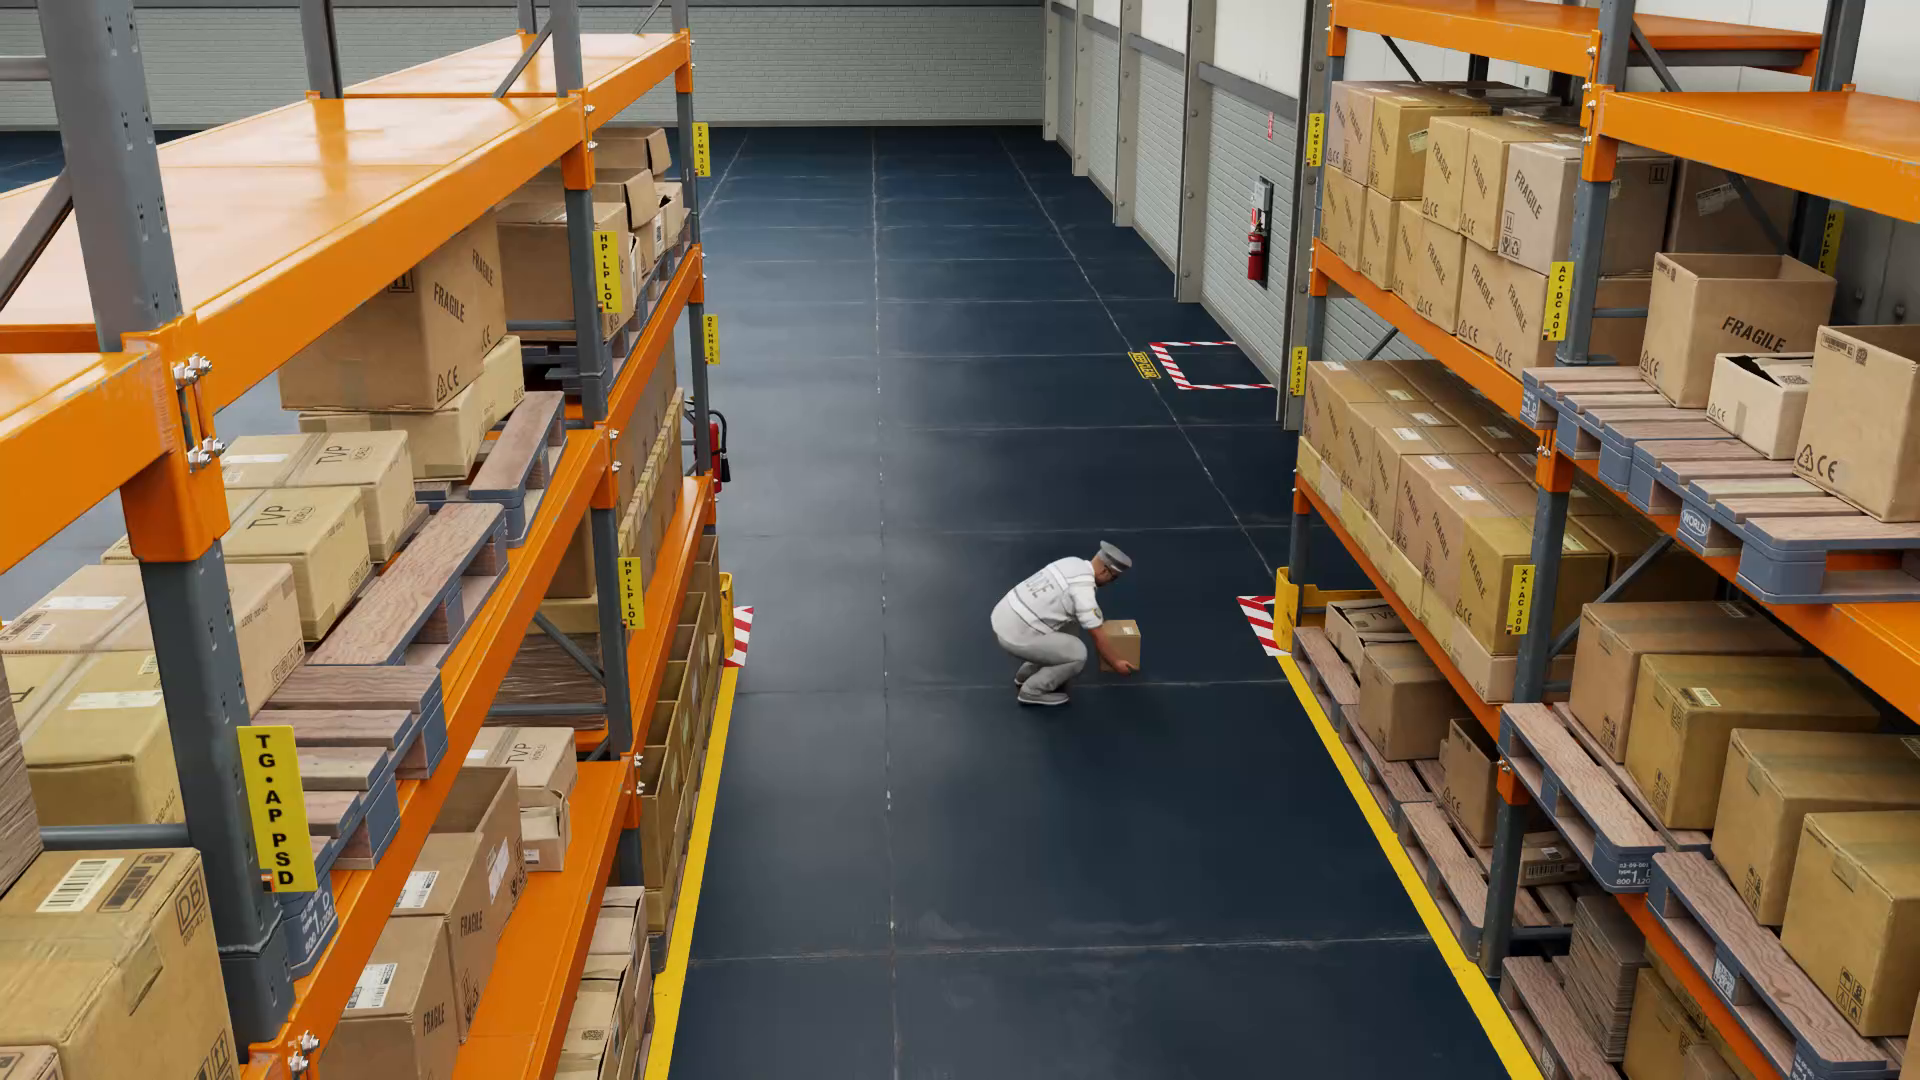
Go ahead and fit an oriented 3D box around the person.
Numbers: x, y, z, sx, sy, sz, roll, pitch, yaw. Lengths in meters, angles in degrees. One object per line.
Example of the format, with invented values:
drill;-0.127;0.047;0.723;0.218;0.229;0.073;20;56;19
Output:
person;0.659;0.520;10.738;0.913;1.012;0.570;-1;20;-3
